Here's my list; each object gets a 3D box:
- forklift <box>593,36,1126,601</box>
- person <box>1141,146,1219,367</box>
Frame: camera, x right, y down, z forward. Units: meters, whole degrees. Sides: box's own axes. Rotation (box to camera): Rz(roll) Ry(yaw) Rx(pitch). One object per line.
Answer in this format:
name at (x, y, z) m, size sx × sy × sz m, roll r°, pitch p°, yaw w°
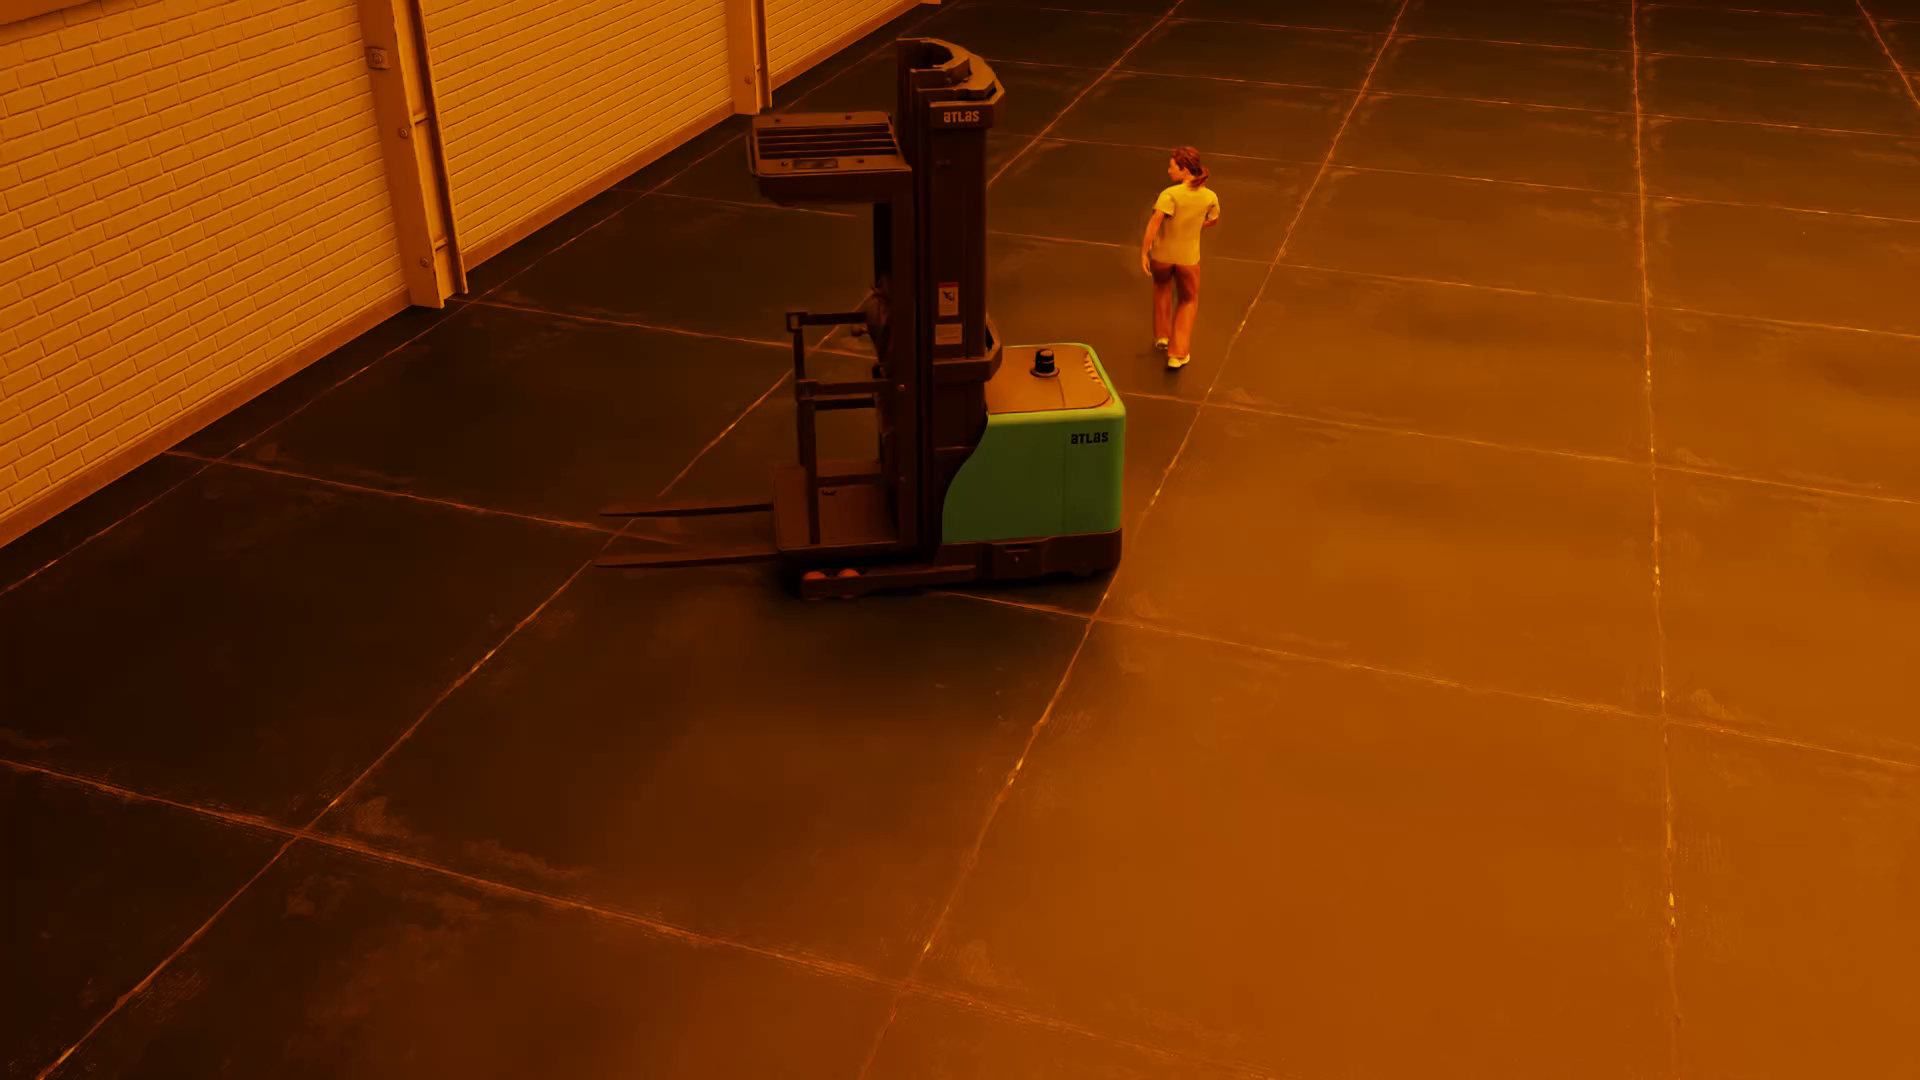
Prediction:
forklift at (-0.621, -1.204, 9.248) m, size 3.031 × 2.935 × 1.130 m, roll -4°, pitch 30°, yaw -7°
person at (1.583, -2.020, 12.067) m, size 0.545 × 1.668 × 0.722 m, roll 3°, pitch 30°, yaw 5°
